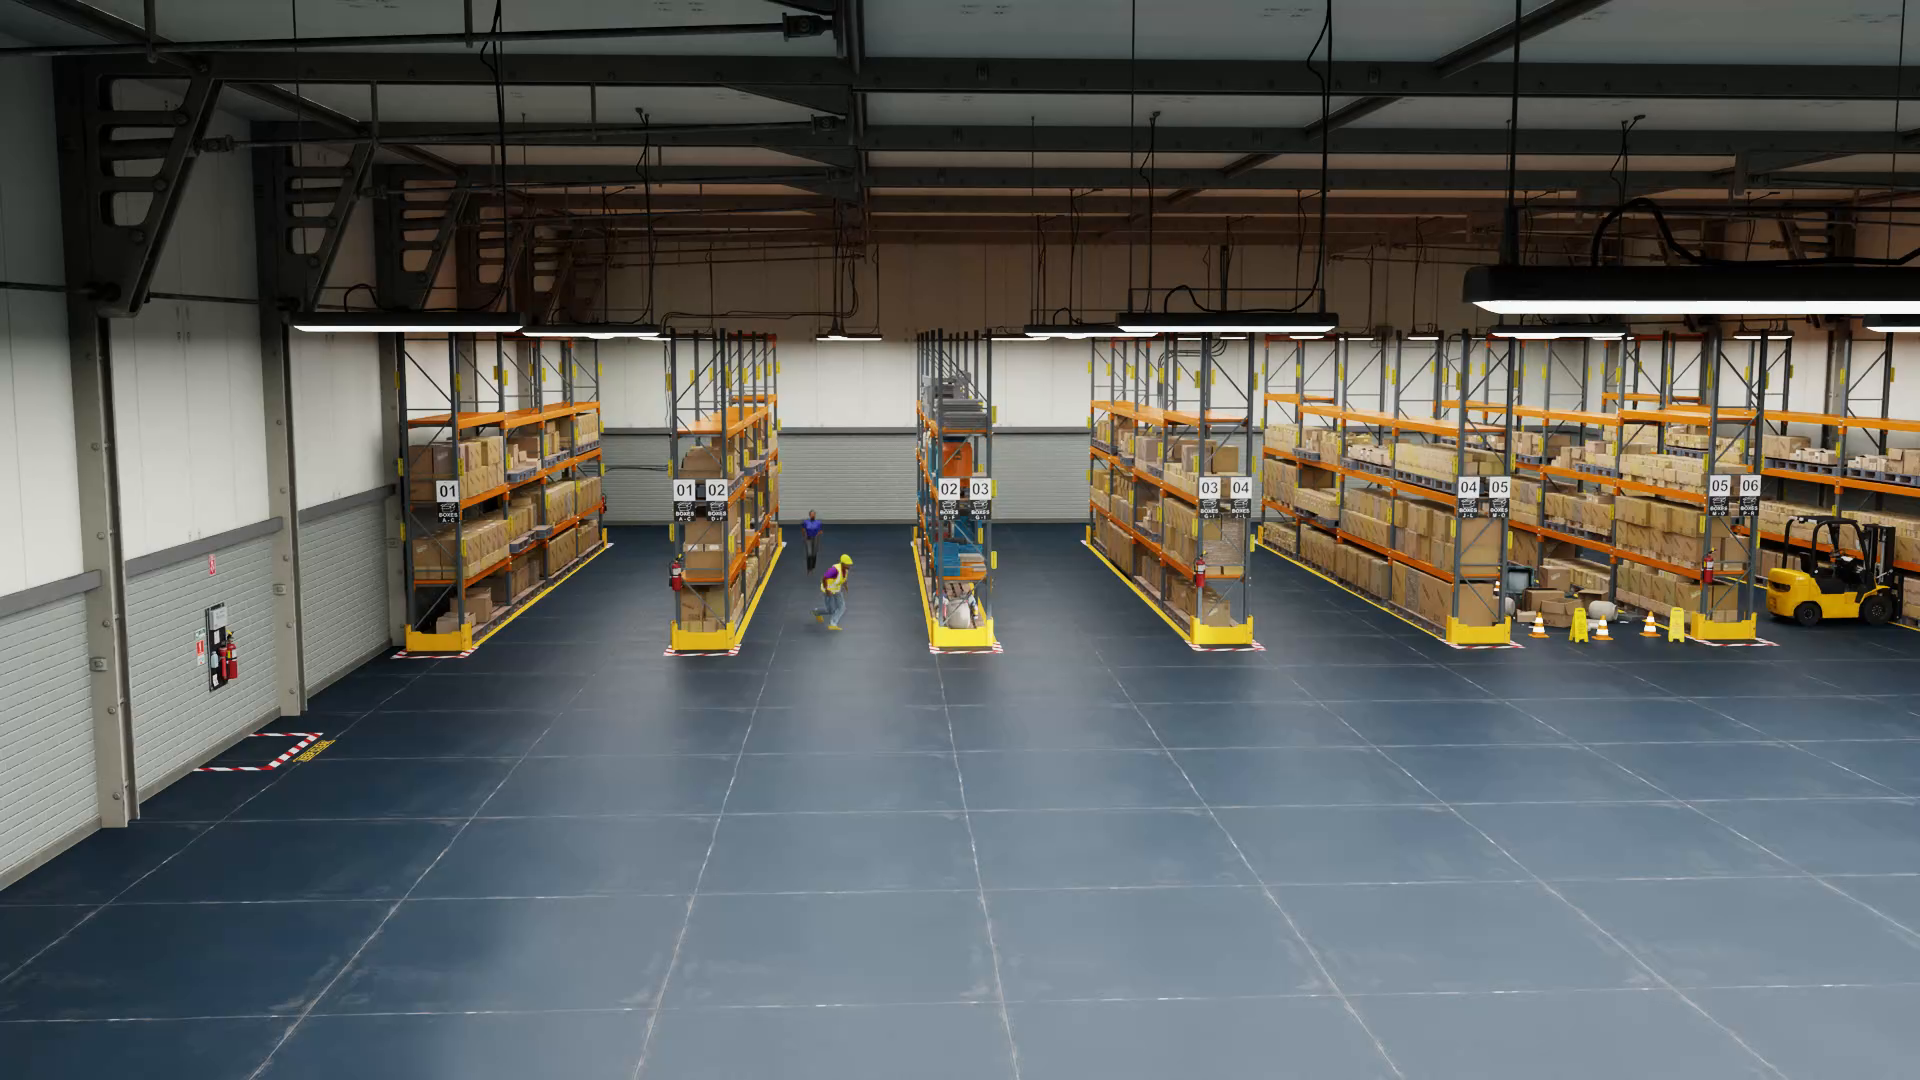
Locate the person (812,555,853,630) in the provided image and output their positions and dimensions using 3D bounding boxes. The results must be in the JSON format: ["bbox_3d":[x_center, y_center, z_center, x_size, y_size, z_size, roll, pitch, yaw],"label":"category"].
[{"bbox_3d":[-2.570,1.041,33.318,1.074,1.559,0.708,5,9,38],"label":"person"}]

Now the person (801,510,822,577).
[{"bbox_3d":[-3.659,0.074,41.189,0.486,1.670,0.802,-2,7,-13],"label":"person"}]
